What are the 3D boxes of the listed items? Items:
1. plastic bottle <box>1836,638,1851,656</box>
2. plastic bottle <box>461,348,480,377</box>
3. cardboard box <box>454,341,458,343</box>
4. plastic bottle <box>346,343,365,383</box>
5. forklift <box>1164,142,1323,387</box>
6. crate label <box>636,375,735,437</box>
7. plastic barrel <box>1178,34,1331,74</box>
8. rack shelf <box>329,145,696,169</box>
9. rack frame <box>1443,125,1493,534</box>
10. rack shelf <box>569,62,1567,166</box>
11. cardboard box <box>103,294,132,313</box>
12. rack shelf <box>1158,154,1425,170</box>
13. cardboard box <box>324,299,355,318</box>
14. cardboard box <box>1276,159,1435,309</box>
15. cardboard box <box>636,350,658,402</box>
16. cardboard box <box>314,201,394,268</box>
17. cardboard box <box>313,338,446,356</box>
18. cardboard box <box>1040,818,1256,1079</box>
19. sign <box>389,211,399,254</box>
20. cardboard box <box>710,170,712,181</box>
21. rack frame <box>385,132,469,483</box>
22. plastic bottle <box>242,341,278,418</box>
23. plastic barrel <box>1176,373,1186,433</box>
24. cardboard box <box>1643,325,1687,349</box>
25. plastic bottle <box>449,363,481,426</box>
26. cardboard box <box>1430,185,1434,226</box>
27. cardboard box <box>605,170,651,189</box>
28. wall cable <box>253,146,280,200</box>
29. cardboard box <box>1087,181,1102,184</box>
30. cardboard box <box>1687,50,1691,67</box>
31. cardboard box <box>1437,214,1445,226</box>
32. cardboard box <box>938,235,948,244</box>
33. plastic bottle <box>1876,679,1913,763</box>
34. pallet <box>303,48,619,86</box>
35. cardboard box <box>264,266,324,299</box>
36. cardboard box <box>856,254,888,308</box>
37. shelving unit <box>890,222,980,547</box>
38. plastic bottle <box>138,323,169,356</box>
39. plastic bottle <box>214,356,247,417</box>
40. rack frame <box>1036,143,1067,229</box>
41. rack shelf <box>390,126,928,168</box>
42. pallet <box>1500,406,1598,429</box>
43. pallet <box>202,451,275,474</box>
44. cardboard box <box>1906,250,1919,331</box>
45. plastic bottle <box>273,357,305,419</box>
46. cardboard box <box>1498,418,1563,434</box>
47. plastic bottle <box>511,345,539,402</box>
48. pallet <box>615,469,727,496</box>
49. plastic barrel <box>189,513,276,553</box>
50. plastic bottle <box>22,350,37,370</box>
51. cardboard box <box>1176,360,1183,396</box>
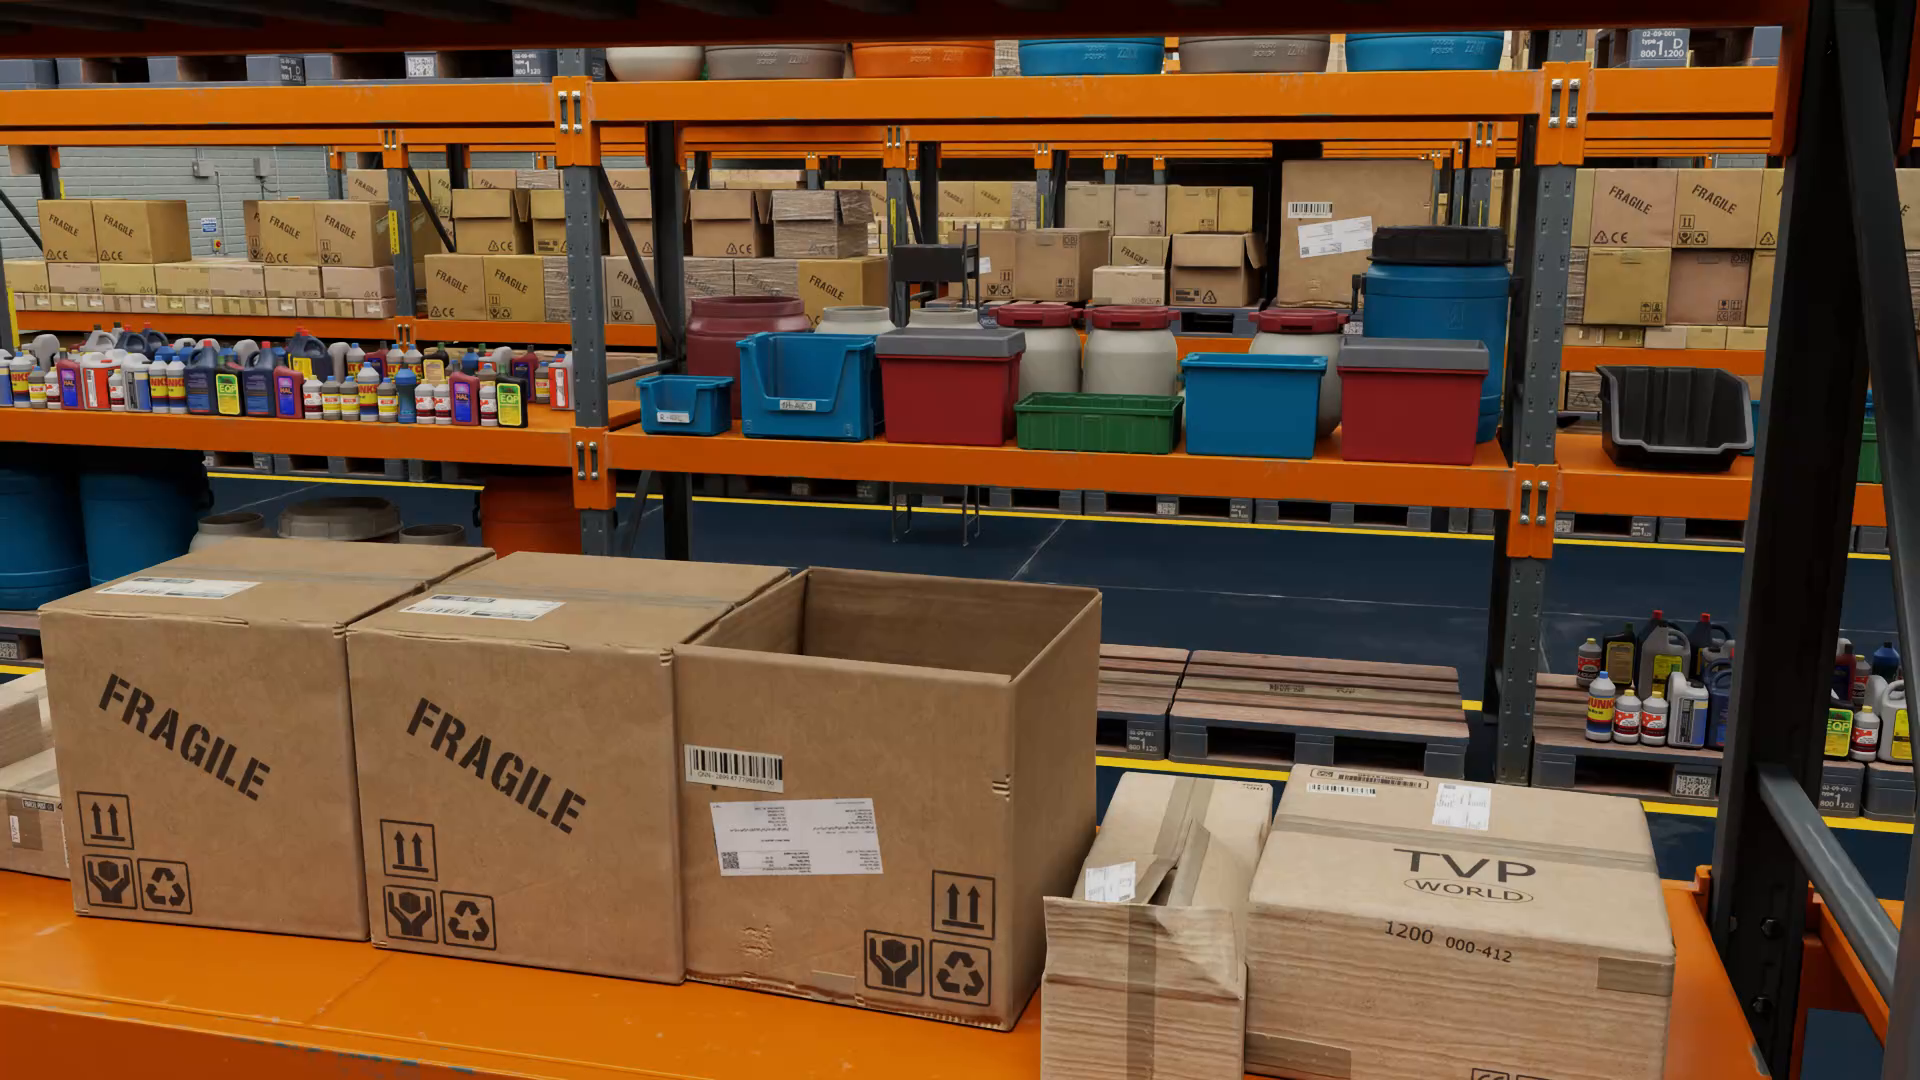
[{"bbox_3d":[3.703,0.555,7.081,0.135,0.276,0.152,3,13,15],"label":"plastic bottle"},{"bbox_3d":[-2.444,-0.827,8.334,0.097,0.271,0.097,0,13,0],"label":"plastic bottle"},{"bbox_3d":[-5.627,-2.252,18.696,0.250,0.149,0.380,2,13,11],"label":"cardboard box"},{"bbox_3d":[-3.102,-0.876,8.553,0.097,0.271,0.097,0,13,0],"label":"plastic bottle"},{"bbox_3d":[2.150,-1.984,13.410,3.031,2.935,1.130,3,13,12],"label":"forklift"},{"bbox_3d":[-1.213,-0.594,7.373,0.416,0.233,0.303,3,13,14],"label":"crate label"},{"bbox_3d":[1.171,-2.293,6.560,0.600,0.901,0.600,0,13,0],"label":"plastic barrel"},{"bbox_3d":[-4.884,-4.280,18.337,4.000,0.370,1.077,3,13,14],"label":"rack shelf"},{"bbox_3d":[3.538,-1.611,11.568,0.127,3.000,1.000,3,13,14],"label":"rack frame"},{"bbox_3d":[0.410,-1.786,7.094,4.000,0.370,1.077,3,13,14],"label":"rack shelf"},{"bbox_3d":[-6.848,-1.970,13.767,0.250,0.149,0.380,3,13,12],"label":"cardboard box"},{"bbox_3d":[5.157,-5.955,25.887,4.000,0.370,1.077,3,13,14],"label":"rack shelf"},{"bbox_3d":[-4.854,-1.863,13.287,0.250,0.149,0.380,3,13,15],"label":"cardboard box"},{"bbox_3d":[2.801,-2.179,11.776,1.000,1.000,1.000,3,13,14],"label":"cardboard box"},{"bbox_3d":[-1.874,-1.074,13.085,0.875,0.875,1.225,3,13,14],"label":"cardboard box"},{"bbox_3d":[-4.739,-2.431,13.196,0.500,0.500,0.500,3,13,15],"label":"cardboard box"},{"bbox_3d":[-4.850,-1.245,13.854,0.875,0.875,0.875,3,13,14],"label":"cardboard box"},{"bbox_3d":[0.264,0.531,2.225,0.258,0.266,0.396,3,13,12],"label":"cardboard box"},{"bbox_3d":[-4.360,-2.370,12.810,0.005,0.325,0.100,3,13,14],"label":"sign"},{"bbox_3d":[-3.456,-4.992,22.772,0.250,0.149,0.380,3,13,12],"label":"cardboard box"},{"bbox_3d":[-4.229,-2.026,13.439,0.127,3.000,1.000,3,13,14],"label":"rack frame"},{"bbox_3d":[-3.281,-0.760,7.848,0.185,0.351,0.144,3,13,14],"label":"plastic bottle"},{"bbox_3d":[1.103,-0.602,7.343,0.301,0.262,0.301,0,13,0],"label":"plastic barrel"},{"bbox_3d":[4.642,-1.358,11.009,0.250,0.149,0.380,3,13,14],"label":"cardboard box"},{"bbox_3d":[-2.251,-0.663,7.566,0.133,0.283,0.061,3,13,14],"label":"plastic bottle"},{"bbox_3d":[4.341,-3.210,16.237,0.500,0.500,0.700,3,13,13],"label":"cardboard box"},{"bbox_3d":[-3.463,-3.713,17.819,0.500,0.500,0.500,3,13,12],"label":"cardboard box"},{"bbox_3d":[-10.889,-5.400,26.301,0.122,1.984,0.588,3,13,14],"label":"wall cable"},{"bbox_3d":[1.609,-4.516,22.124,0.500,0.500,0.500,3,13,12],"label":"cardboard box"},{"bbox_3d":[4.562,-3.093,10.750,0.250,0.149,0.380,3,13,15],"label":"cardboard box"},{"bbox_3d":[7.467,-4.709,25.304,0.500,0.500,0.500,3,13,12],"label":"cardboard box"},{"bbox_3d":[-0.163,-3.040,16.934,0.250,0.149,0.380,3,13,15],"label":"cardboard box"},{"bbox_3d":[3.632,0.670,6.387,0.185,0.351,0.144,3,13,13],"label":"plastic bottle"},{"bbox_3d":[-2.251,-2.209,7.776,1.213,0.211,1.003,3,13,14],"label":"pallet"},{"bbox_3d":[-5.223,-2.092,13.396,0.500,0.250,0.500,3,13,15],"label":"cardboard box"},{"bbox_3d":[-0.752,-1.949,12.864,0.500,0.500,0.500,3,13,15],"label":"cardboard box"},{"bbox_3d":[-0.161,-1.034,11.045,0.503,2.100,0.431,3,13,14],"label":"shelving unit"},{"bbox_3d":[-4.265,-0.972,8.802,0.185,0.351,0.144,3,13,14],"label":"plastic bottle"},{"bbox_3d":[-3.445,-0.727,7.853,0.133,0.283,0.061,3,13,14],"label":"plastic bottle"},{"bbox_3d":[0.941,-2.856,17.181,0.127,3.000,1.000,3,13,14],"label":"rack frame"},{"bbox_3d":[-2.287,-3.035,12.724,4.000,0.370,1.077,3,13,14],"label":"rack shelf"},{"bbox_3d":[5.544,-1.231,16.295,1.213,0.211,1.003,3,13,14],"label":"pallet"},{"bbox_3d":[-6.136,-0.783,14.276,1.213,0.211,1.003,3,13,14],"label":"pallet"},{"bbox_3d":[5.905,-1.667,10.905,0.500,0.500,0.875,3,13,14],"label":"cardboard box"},{"bbox_3d":[-3.136,-0.710,7.779,0.133,0.283,0.061,3,13,14],"label":"plastic bottle"},{"bbox_3d":[3.917,-0.566,11.661,0.500,0.500,0.500,3,13,12],"label":"cardboard box"},{"bbox_3d":[-2.183,-0.837,8.349,0.133,0.283,0.061,3,13,14],"label":"plastic bottle"},{"bbox_3d":[-2.273,-0.577,13.348,1.213,0.211,1.003,3,13,14],"label":"pallet"},{"bbox_3d":[-3.677,0.142,8.442,0.421,0.512,0.421,0,13,0],"label":"plastic barrel"},{"bbox_3d":[-4.967,-0.908,8.857,0.097,0.201,0.097,0,13,0],"label":"plastic bottle"},{"bbox_3d":[2.361,-1.867,16.950,0.750,0.750,1.050,3,13,14],"label":"cardboard box"}]
